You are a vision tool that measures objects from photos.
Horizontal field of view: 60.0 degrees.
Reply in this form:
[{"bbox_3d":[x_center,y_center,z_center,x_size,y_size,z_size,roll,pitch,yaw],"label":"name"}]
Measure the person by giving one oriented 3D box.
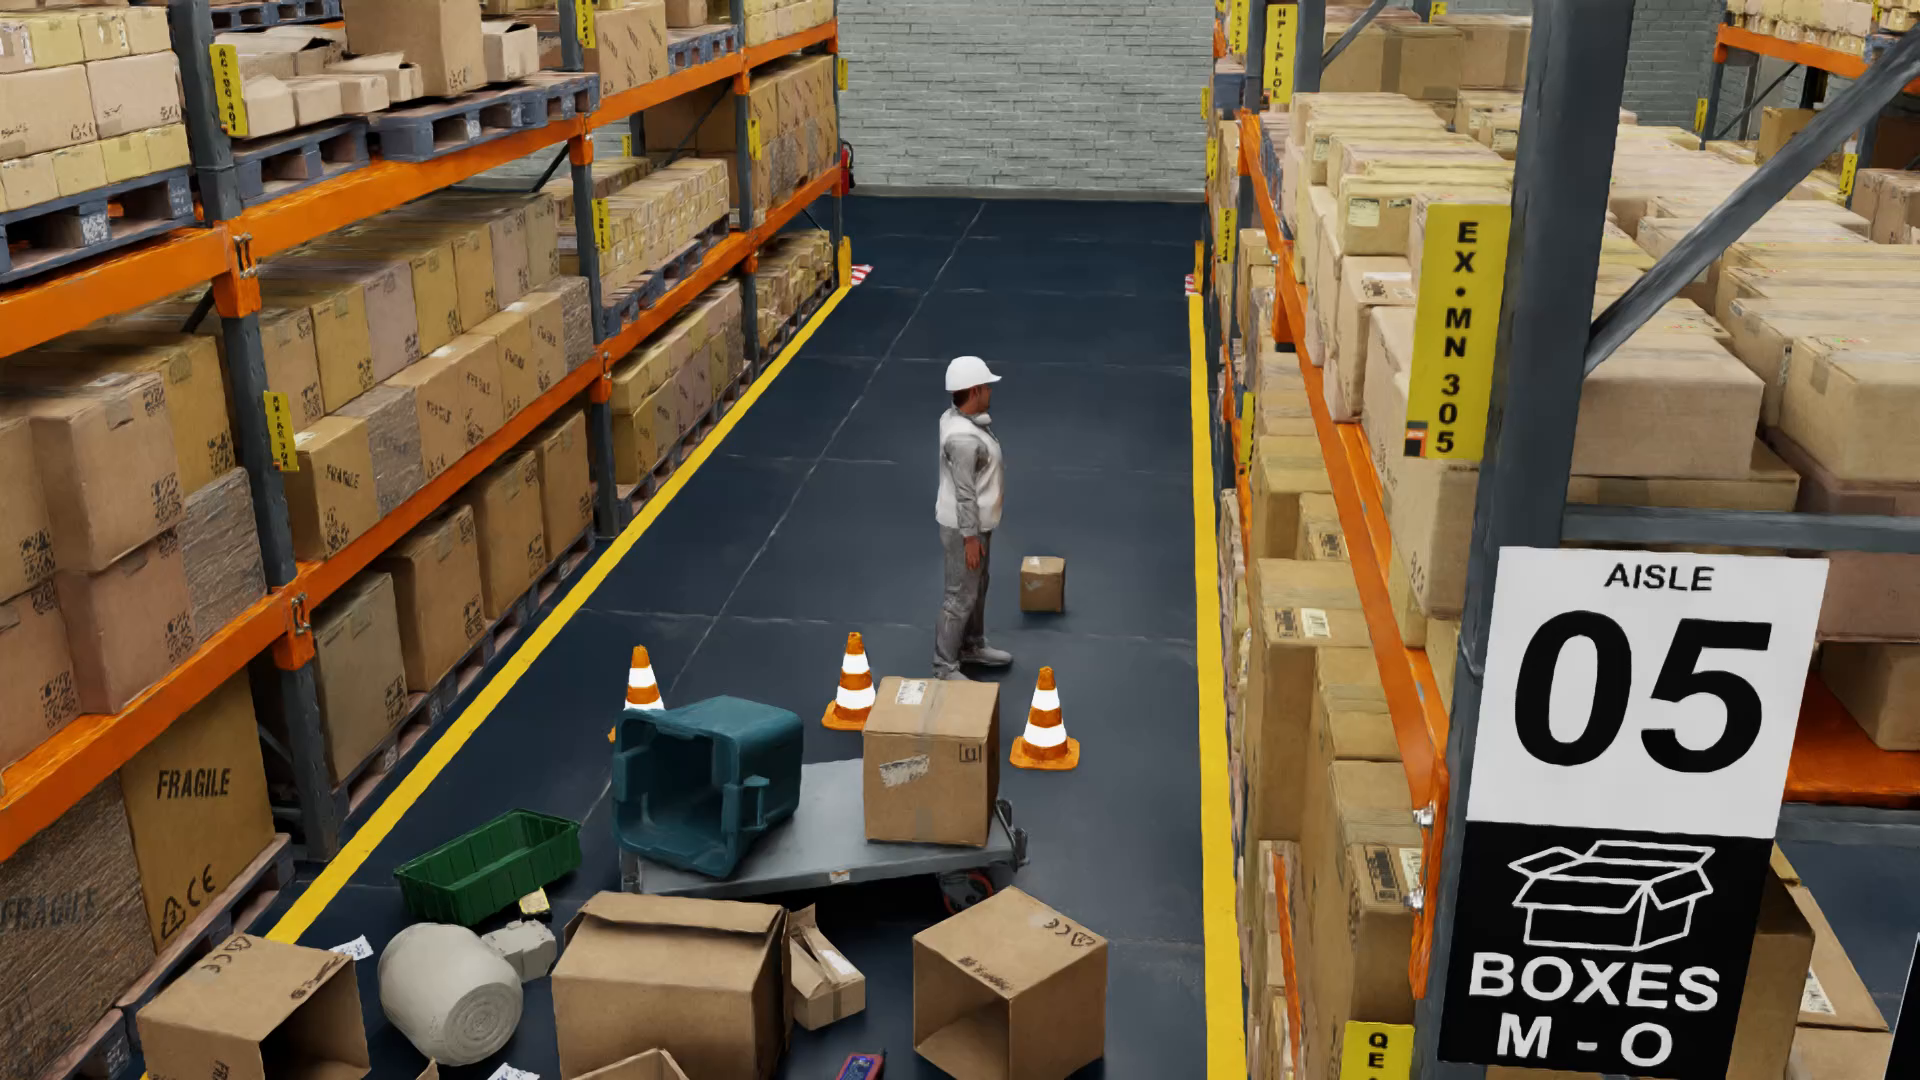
[{"bbox_3d":[0.071,-0.108,8.784,0.441,1.772,0.648,0,21,0],"label":"person"}]
